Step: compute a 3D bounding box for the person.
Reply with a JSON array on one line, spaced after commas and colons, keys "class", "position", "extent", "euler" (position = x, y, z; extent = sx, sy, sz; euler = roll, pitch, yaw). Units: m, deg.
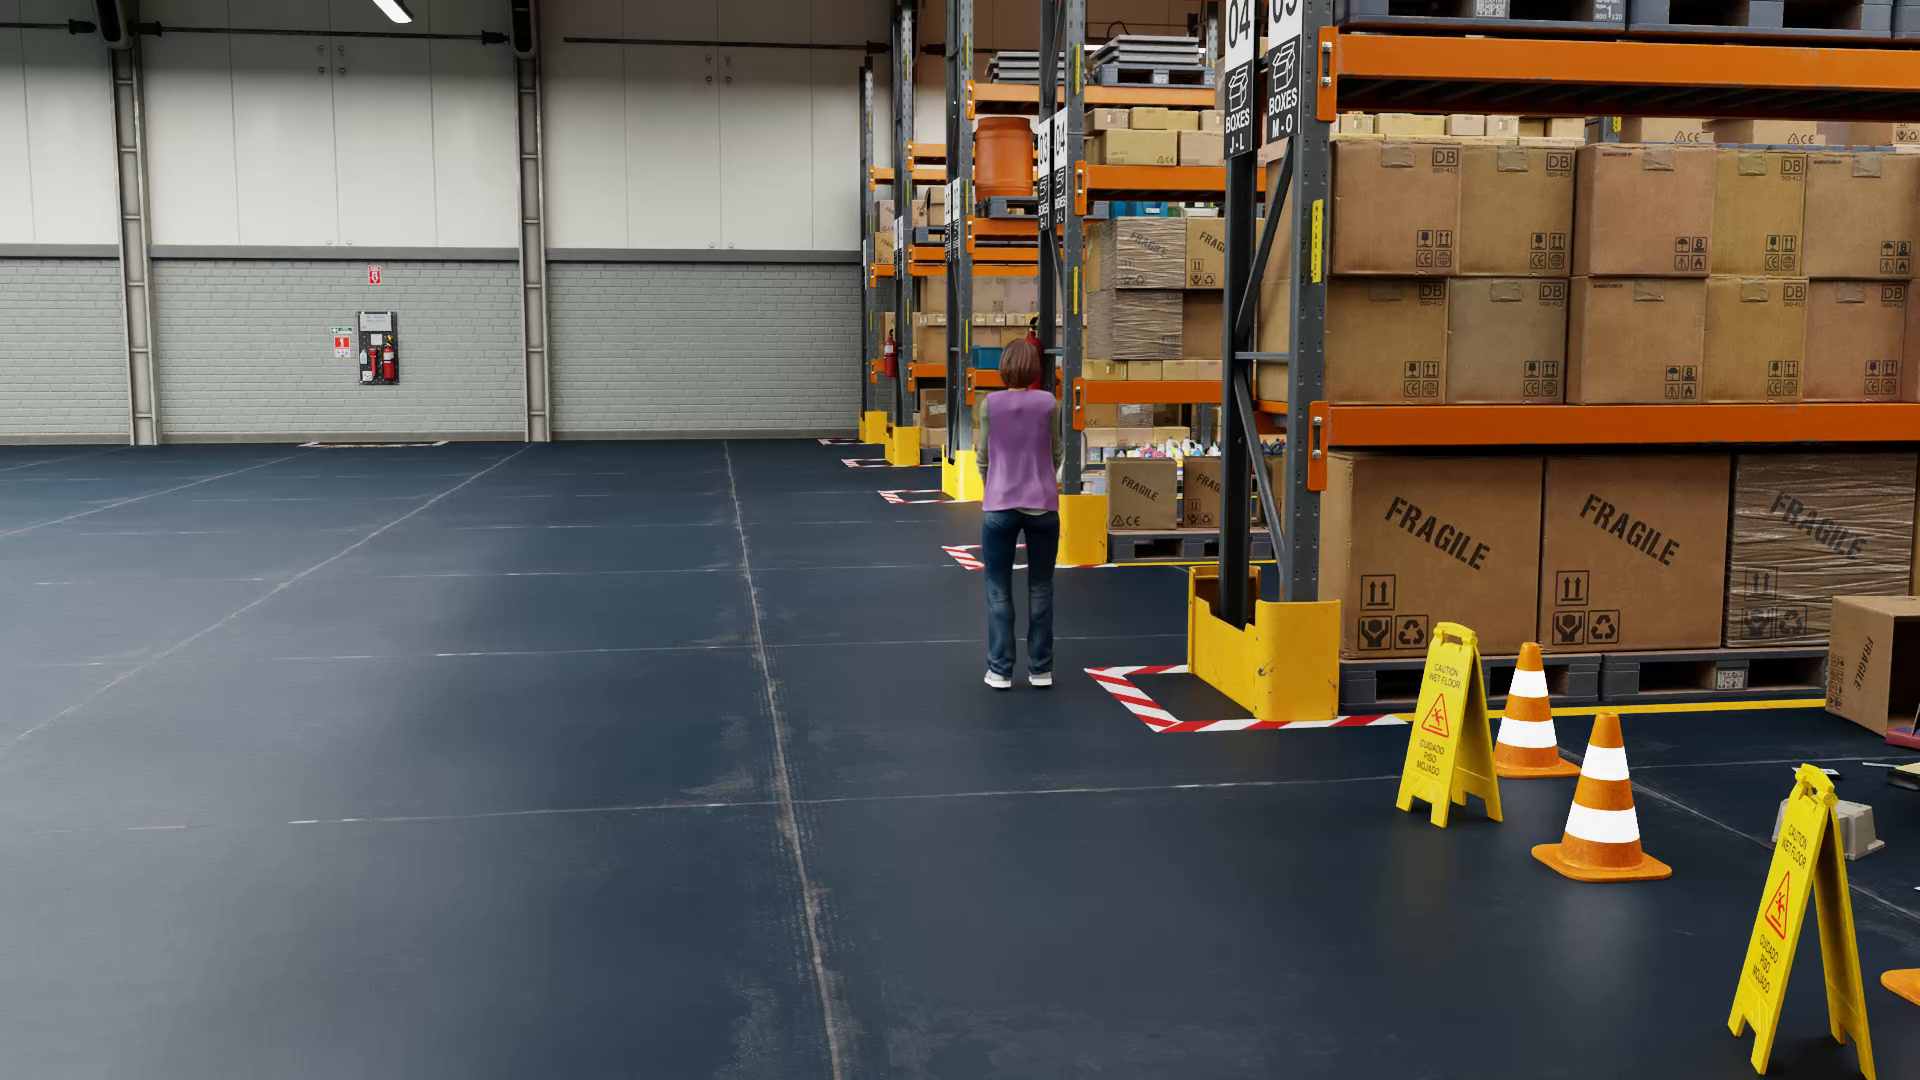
[{"class": "person", "position": [0.272, -0.126, 7.620], "extent": [0.404, 1.591, 0.498], "euler": [0, 7, -2]}]
